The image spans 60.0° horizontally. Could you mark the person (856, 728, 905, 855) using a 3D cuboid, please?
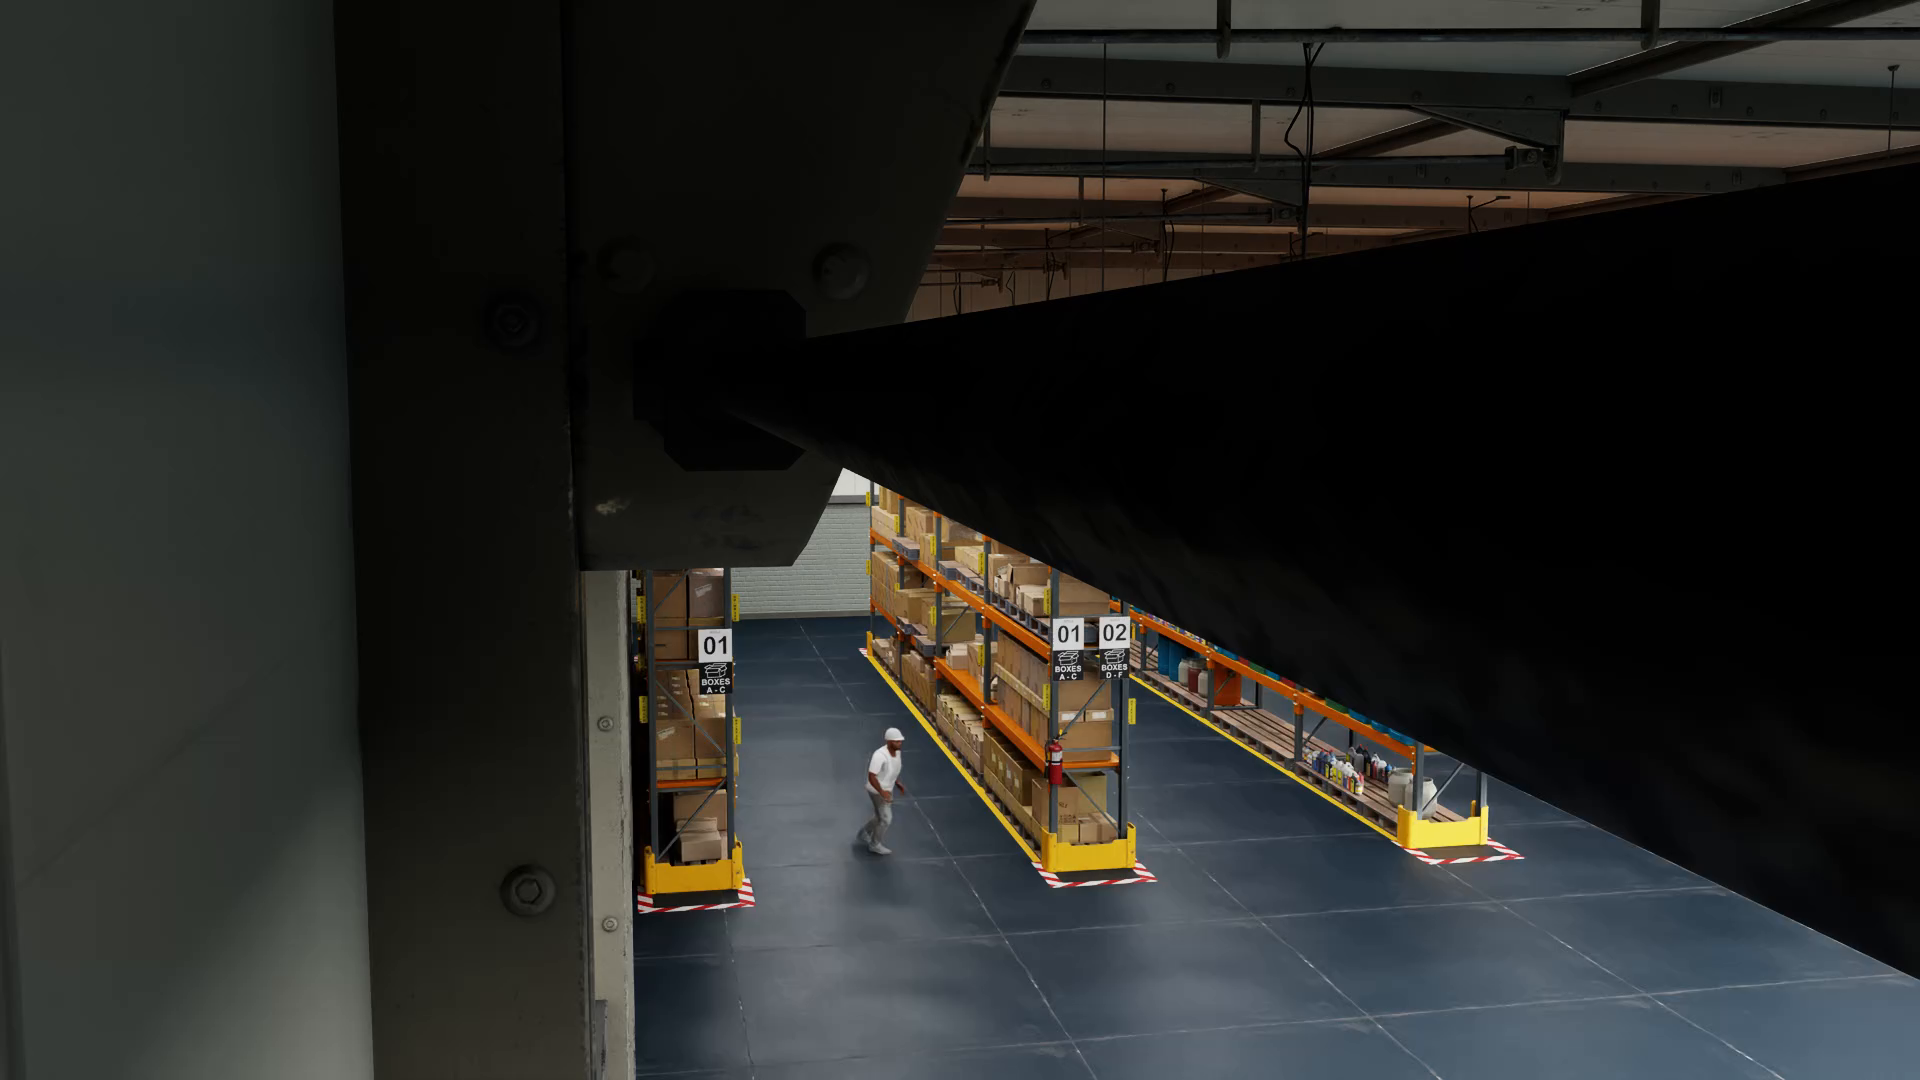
[{"bbox_3d":[-1.051,3.249,21.557,0.798,1.695,0.648,3,7,24],"label":"person"}]
